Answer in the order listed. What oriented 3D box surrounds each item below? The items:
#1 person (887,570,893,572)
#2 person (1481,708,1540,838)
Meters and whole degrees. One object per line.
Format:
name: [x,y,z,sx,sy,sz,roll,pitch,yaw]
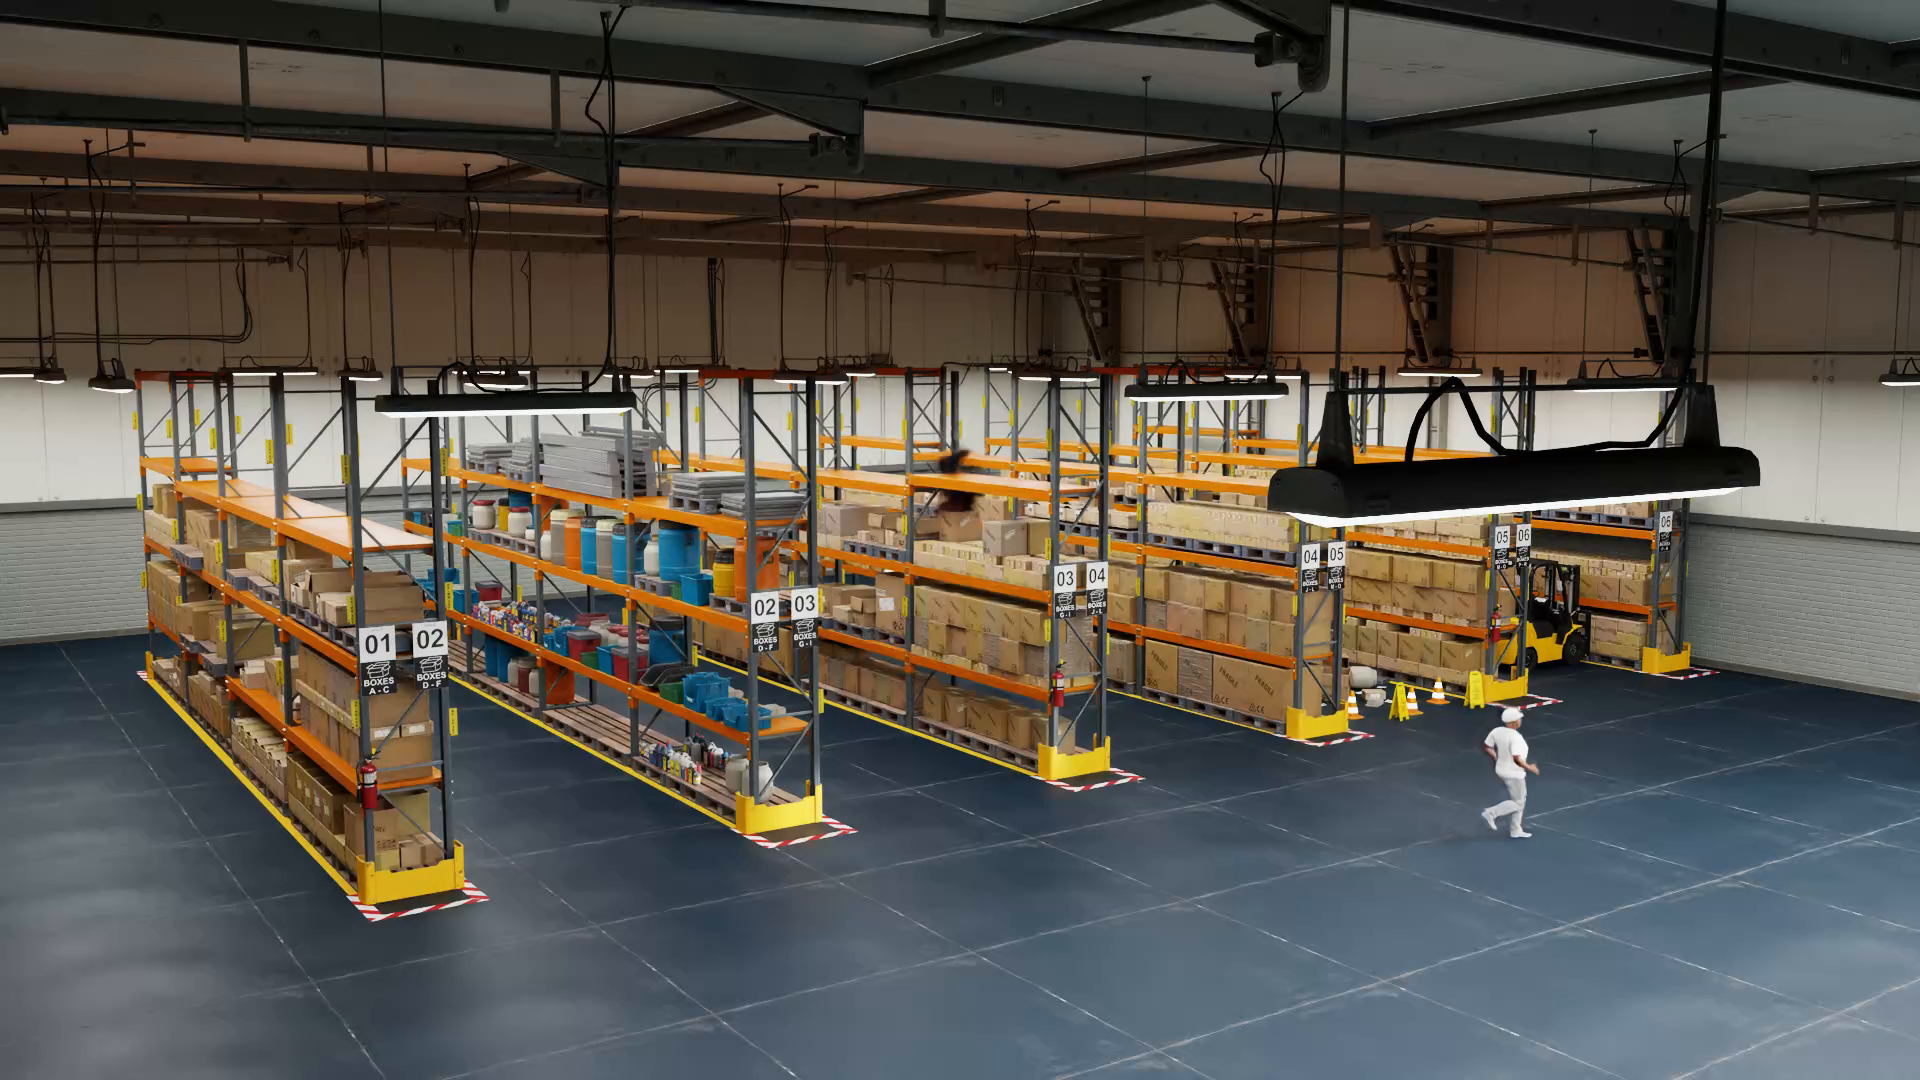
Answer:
person: [-1.431,1.459,35.397,0.634,1.742,0.663,-5,8,-37]
person: [7.116,3.045,21.629,0.779,1.743,0.698,-1,7,-12]
